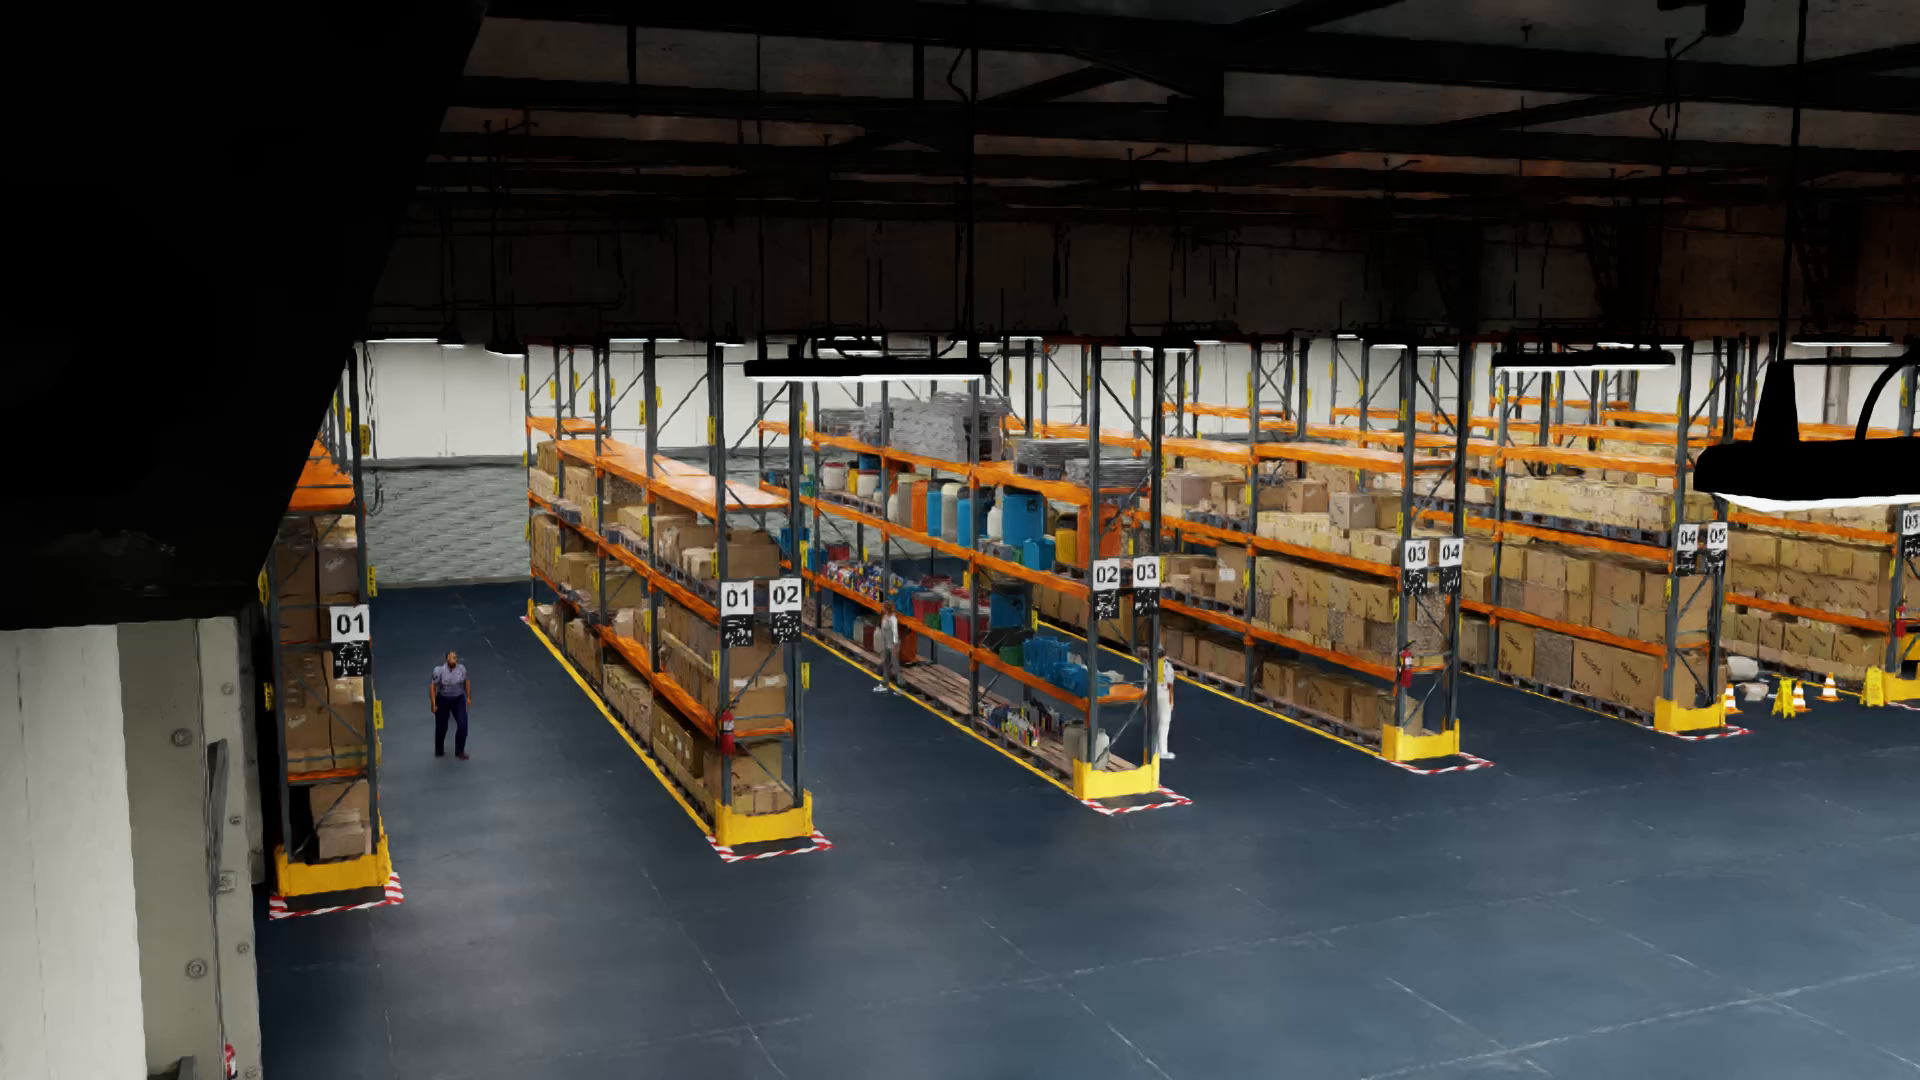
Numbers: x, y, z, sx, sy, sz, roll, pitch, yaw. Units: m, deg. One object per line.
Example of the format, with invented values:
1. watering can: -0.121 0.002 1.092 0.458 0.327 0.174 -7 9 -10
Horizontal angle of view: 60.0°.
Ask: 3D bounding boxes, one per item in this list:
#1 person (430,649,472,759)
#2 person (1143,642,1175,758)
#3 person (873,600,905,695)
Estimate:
1. person: -7.406 2.346 24.123 0.607 1.599 0.664 -5 9 -31
2. person: 2.886 2.303 24.100 0.527 1.667 0.452 6 10 39
3. person: -1.203 1.795 28.113 0.473 1.597 0.600 -4 8 -26
